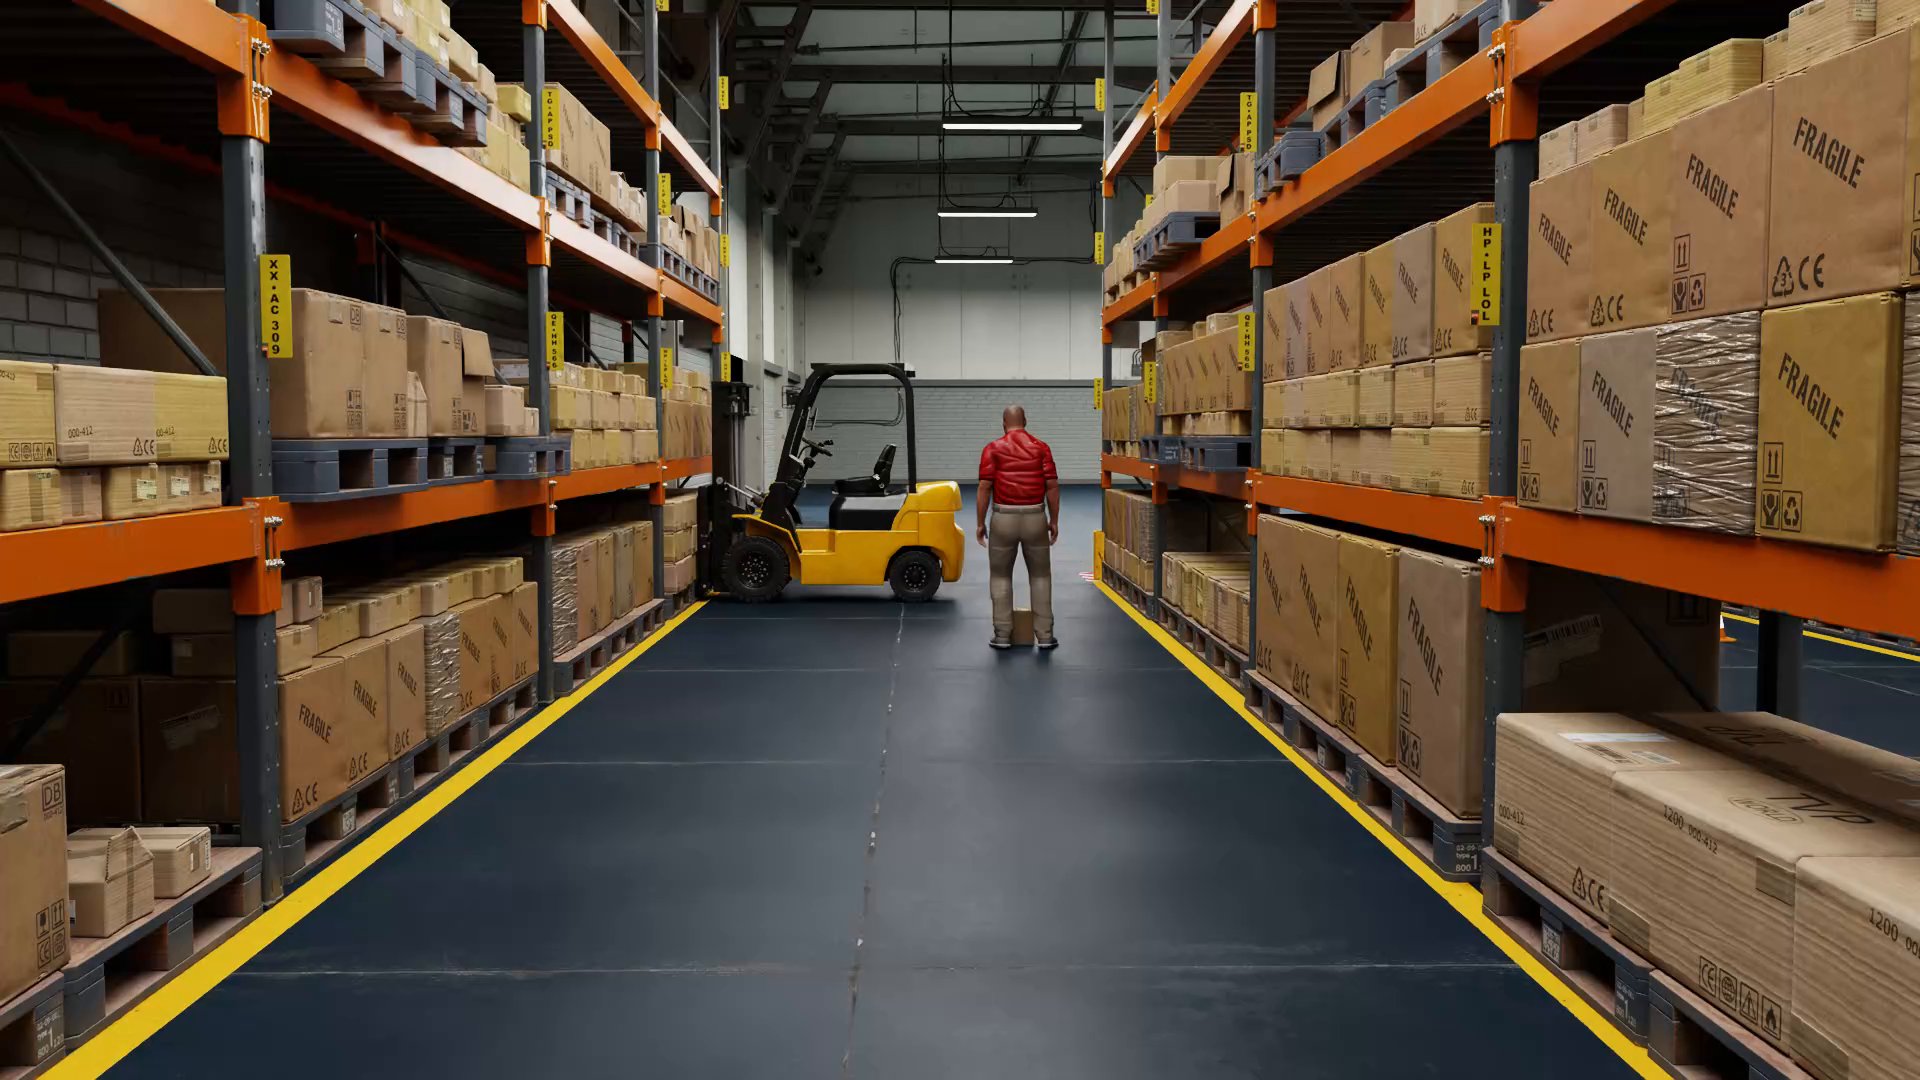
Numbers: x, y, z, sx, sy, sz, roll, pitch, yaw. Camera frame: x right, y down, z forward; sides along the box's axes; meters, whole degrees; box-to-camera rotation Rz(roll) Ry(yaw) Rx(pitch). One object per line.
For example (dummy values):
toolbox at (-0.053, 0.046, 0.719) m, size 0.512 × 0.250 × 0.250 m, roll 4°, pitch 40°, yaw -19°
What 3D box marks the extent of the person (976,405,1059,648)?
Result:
person at (0.416, -0.097, 11.821) m, size 0.606 × 1.728 × 0.400 m, roll 0°, pitch 4°, yaw -4°
